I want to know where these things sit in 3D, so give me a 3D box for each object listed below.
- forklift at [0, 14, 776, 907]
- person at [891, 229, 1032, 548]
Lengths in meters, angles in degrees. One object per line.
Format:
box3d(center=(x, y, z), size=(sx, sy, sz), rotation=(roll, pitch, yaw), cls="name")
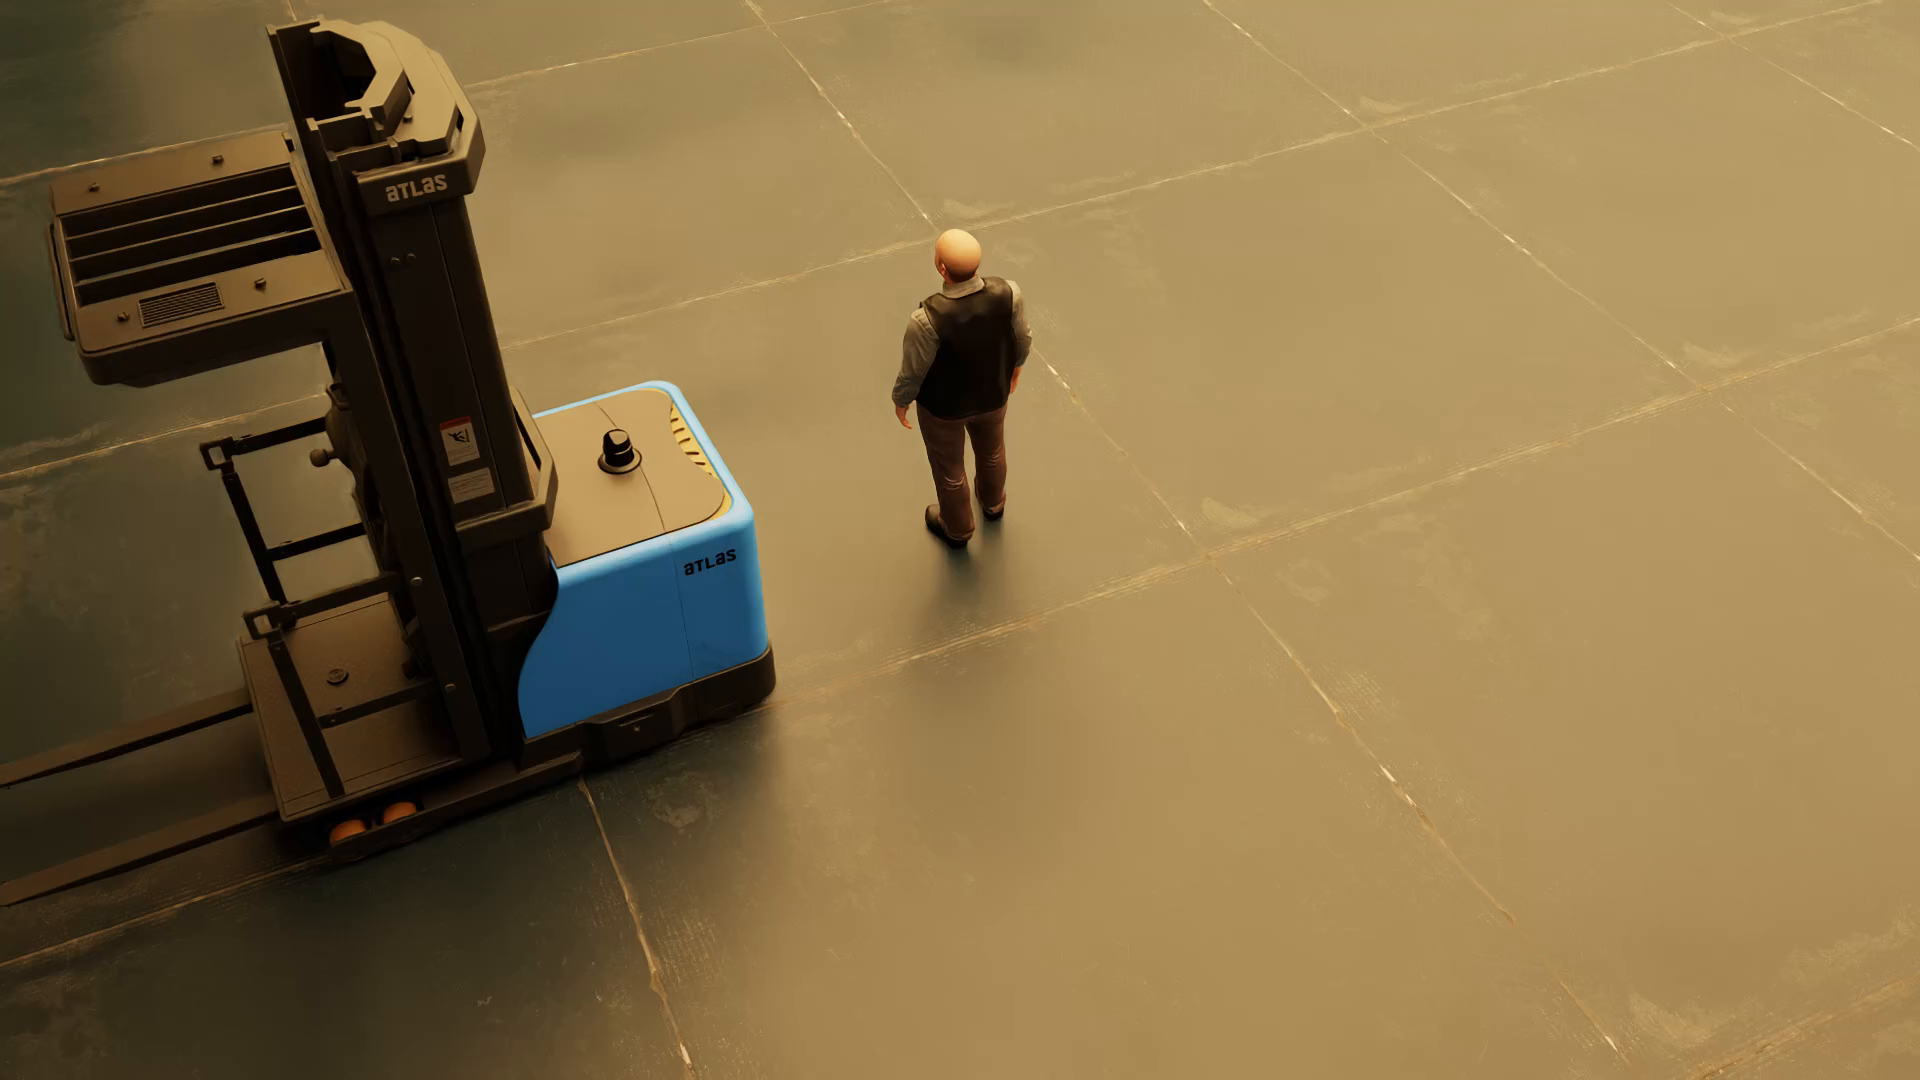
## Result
box3d(center=(-2.336, -0.234, 5.931), size=(3.031, 2.935, 1.130), rotation=(-19, 46, -19), cls="forklift")
box3d(center=(-0.019, -0.676, 7.279), size=(0.633, 1.721, 0.568), rotation=(-18, 46, -18), cls="person")
